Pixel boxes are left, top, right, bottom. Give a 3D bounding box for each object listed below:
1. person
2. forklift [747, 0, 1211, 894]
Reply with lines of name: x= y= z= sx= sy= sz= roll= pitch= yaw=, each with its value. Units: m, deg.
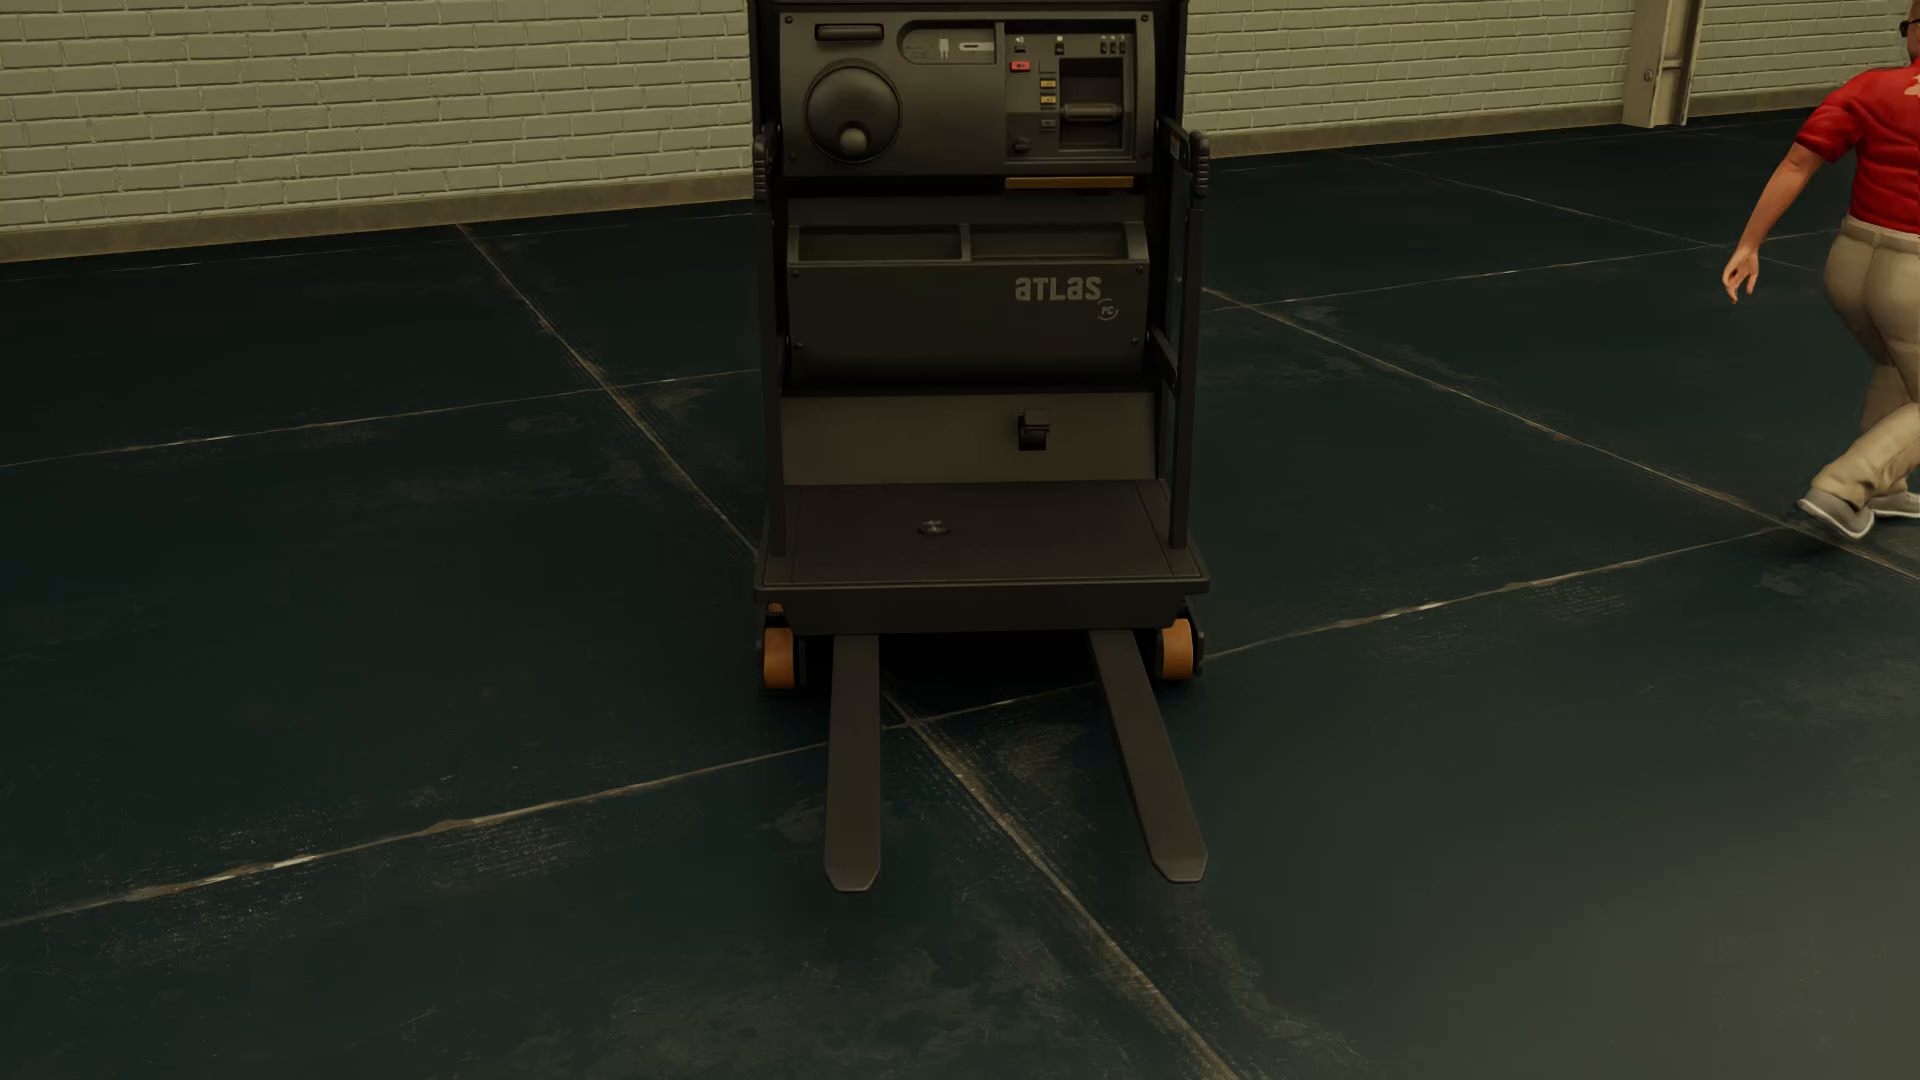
person: x=2.764 y=-0.789 z=4.893 sx=0.840 sy=1.649 sz=0.598 roll=-10 pitch=25 yaw=-23
forklift: x=0.033 y=-1.101 z=3.935 sx=1.130 sy=2.935 sz=3.031 roll=-1 pitch=23 yaw=-3
